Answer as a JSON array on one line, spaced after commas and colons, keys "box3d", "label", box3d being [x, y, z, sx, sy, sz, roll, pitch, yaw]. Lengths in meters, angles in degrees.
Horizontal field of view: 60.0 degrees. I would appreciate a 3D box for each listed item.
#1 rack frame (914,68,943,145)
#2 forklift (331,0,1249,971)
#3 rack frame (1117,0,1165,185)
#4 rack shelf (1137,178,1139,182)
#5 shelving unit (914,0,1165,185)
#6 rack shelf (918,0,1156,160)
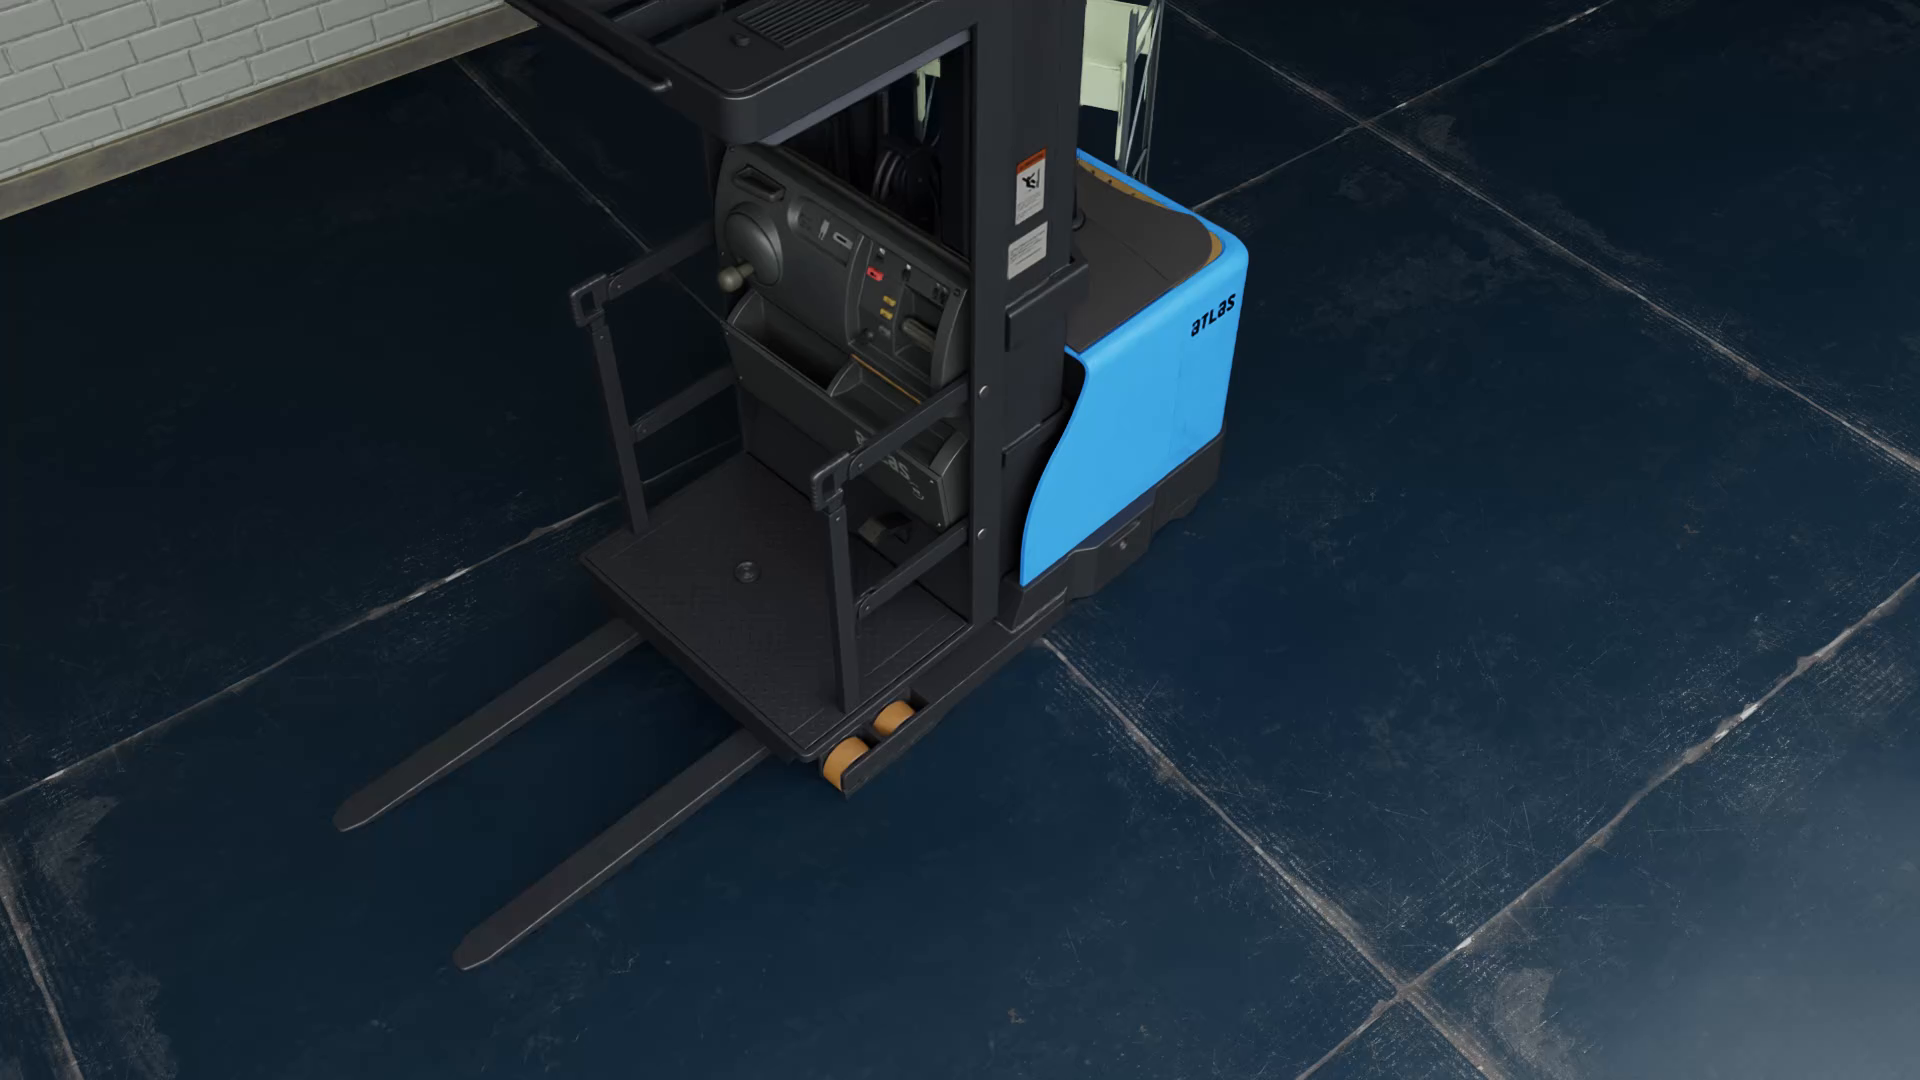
[{"box3d": [-0.078, -1.470, 6.071, 0.023, 1.500, 0.400, 15, 50, 13], "label": "rack frame"}, {"box3d": [-0.485, -0.658, 4.369, 1.130, 2.935, 3.031, 37, 57, 28], "label": "forklift"}, {"box3d": [0.611, -1.287, 5.905, 0.023, 1.500, 0.400, 15, 50, 13], "label": "rack frame"}, {"box3d": [0.267, -1.160, 6.229, 0.720, 0.370, 0.431, 15, 50, 13], "label": "rack shelf"}, {"box3d": [0.267, -1.379, 5.988, 0.755, 1.500, 0.431, 15, 50, 13], "label": "shelving unit"}, {"box3d": [0.267, -1.641, 5.699, 0.720, 0.370, 0.431, 15, 50, 13], "label": "rack shelf"}]
